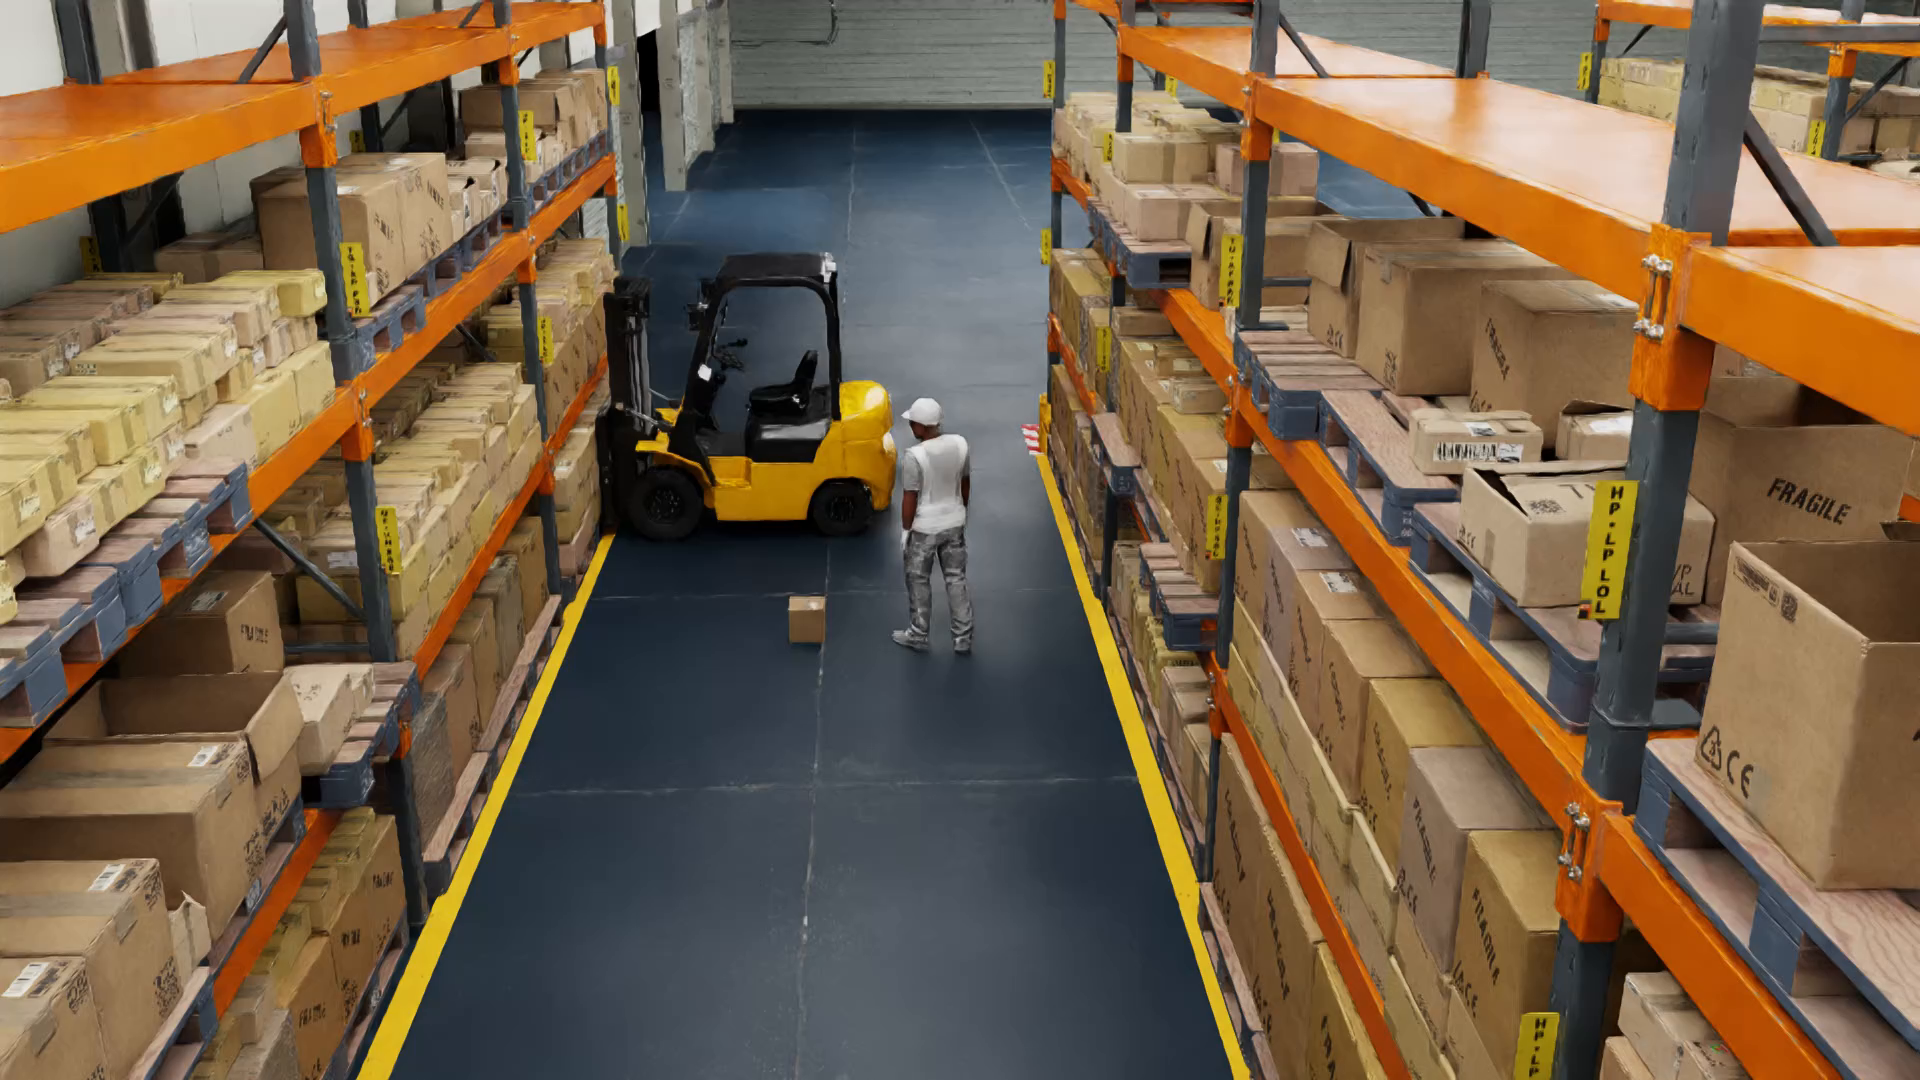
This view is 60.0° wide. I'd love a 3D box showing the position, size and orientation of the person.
[{"bbox_3d":[-0.188,-0.105,11.314,0.566,1.788,0.534,-13,24,-32],"label":"person"}]
